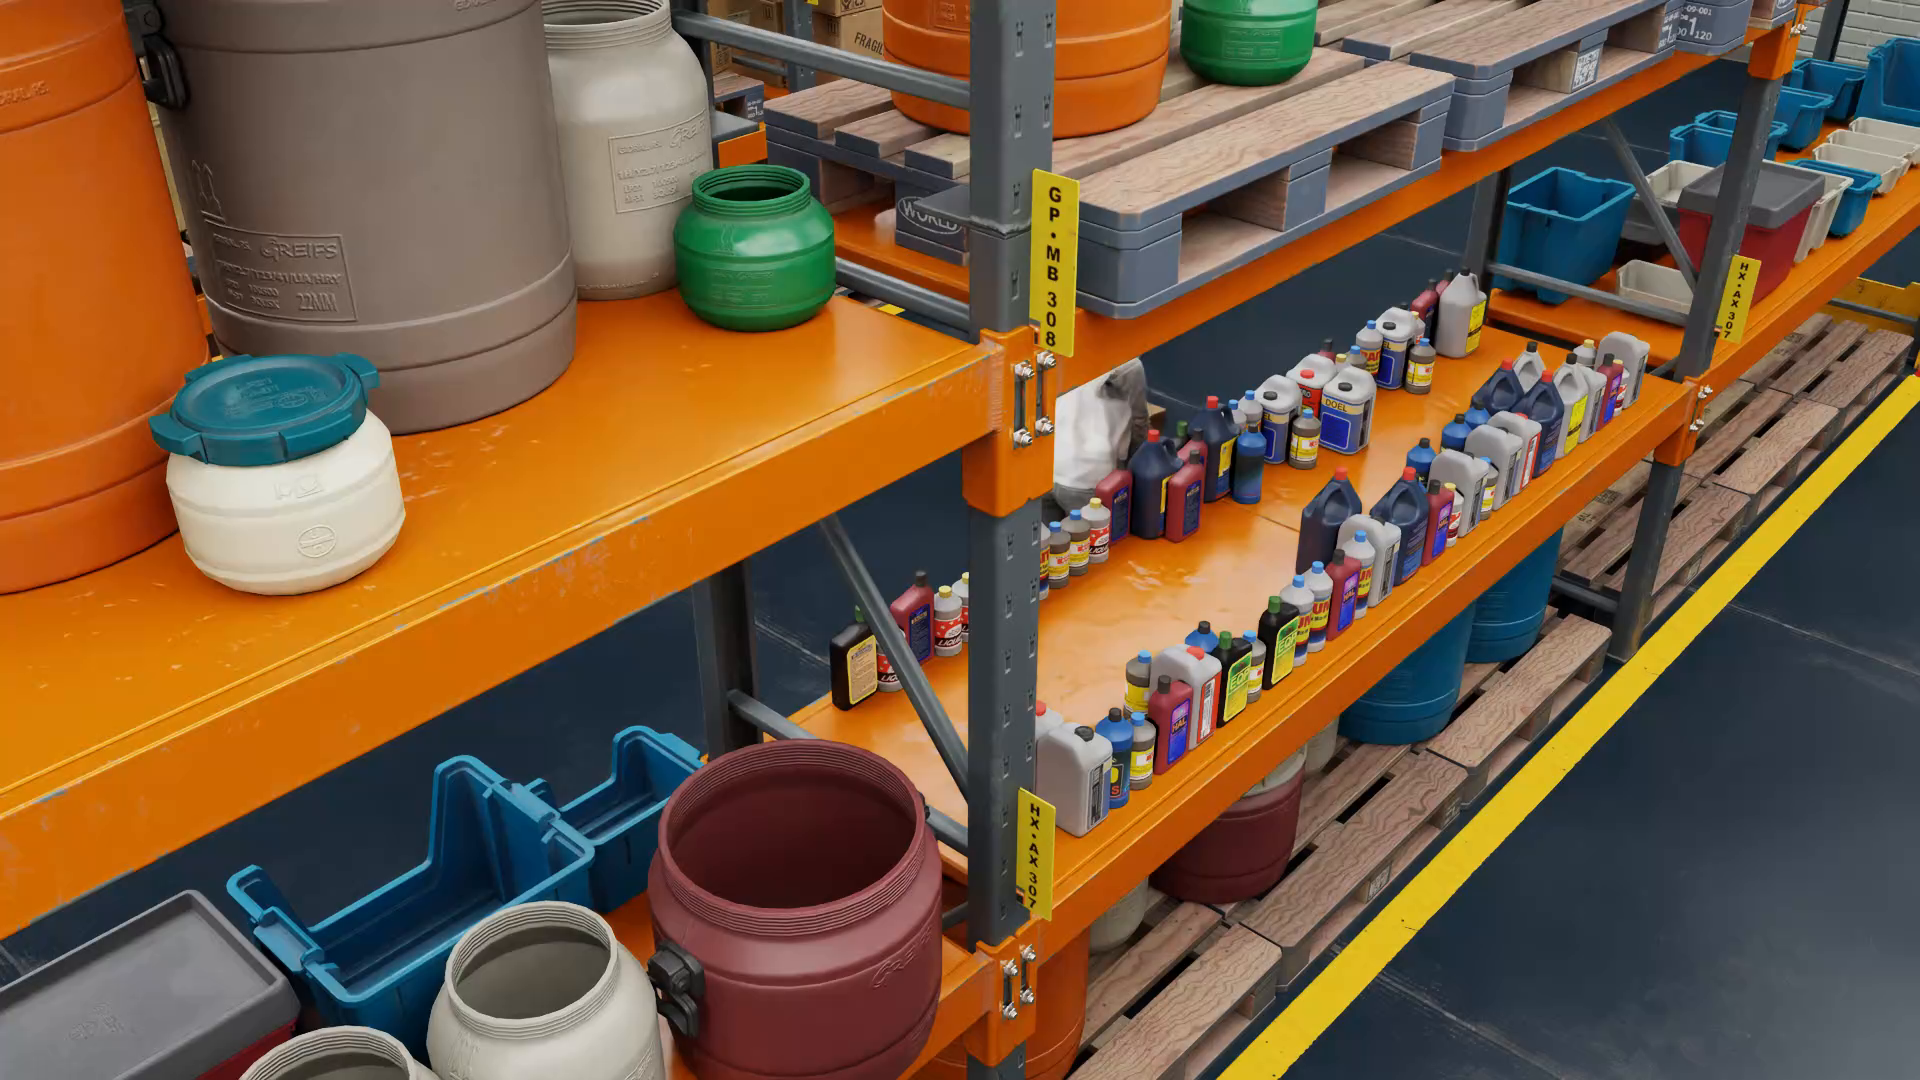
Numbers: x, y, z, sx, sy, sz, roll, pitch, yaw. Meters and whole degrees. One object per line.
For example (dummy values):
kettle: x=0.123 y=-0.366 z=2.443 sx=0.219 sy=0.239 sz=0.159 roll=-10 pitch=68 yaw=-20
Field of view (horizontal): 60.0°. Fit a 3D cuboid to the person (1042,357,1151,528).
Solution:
person: x=0.508 y=-0.321 z=6.663 sx=0.484 sy=1.756 sz=0.584 roll=24 pitch=39 yaw=34
